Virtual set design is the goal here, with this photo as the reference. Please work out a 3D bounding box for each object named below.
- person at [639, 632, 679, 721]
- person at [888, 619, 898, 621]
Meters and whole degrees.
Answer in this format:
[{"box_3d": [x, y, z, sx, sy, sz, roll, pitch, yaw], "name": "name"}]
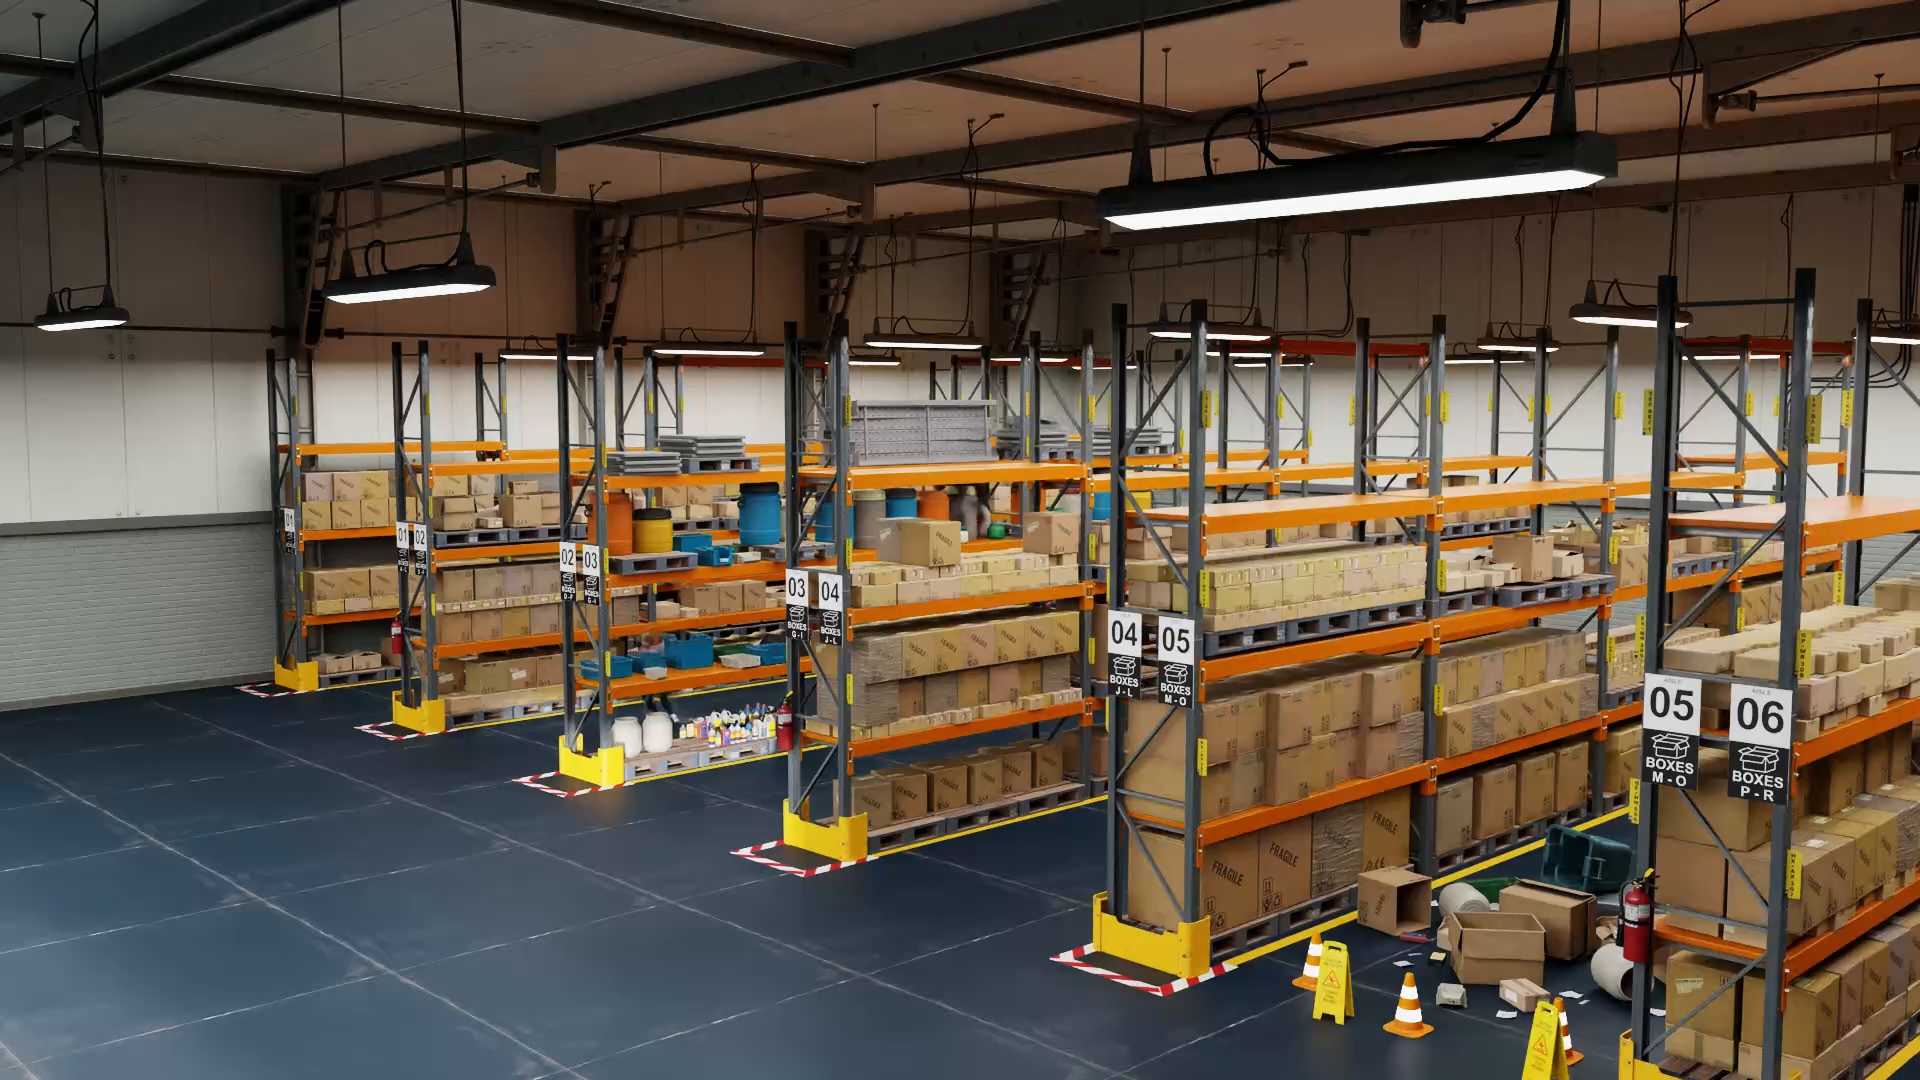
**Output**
[{"box_3d": [-4.733, 2.171, 25.938, 0.541, 1.539, 0.705, 1, 5, 11], "name": "person"}, {"box_3d": [-1.003, 1.820, 29.266, 0.563, 1.693, 0.841, 5, 7, 42], "name": "person"}]
